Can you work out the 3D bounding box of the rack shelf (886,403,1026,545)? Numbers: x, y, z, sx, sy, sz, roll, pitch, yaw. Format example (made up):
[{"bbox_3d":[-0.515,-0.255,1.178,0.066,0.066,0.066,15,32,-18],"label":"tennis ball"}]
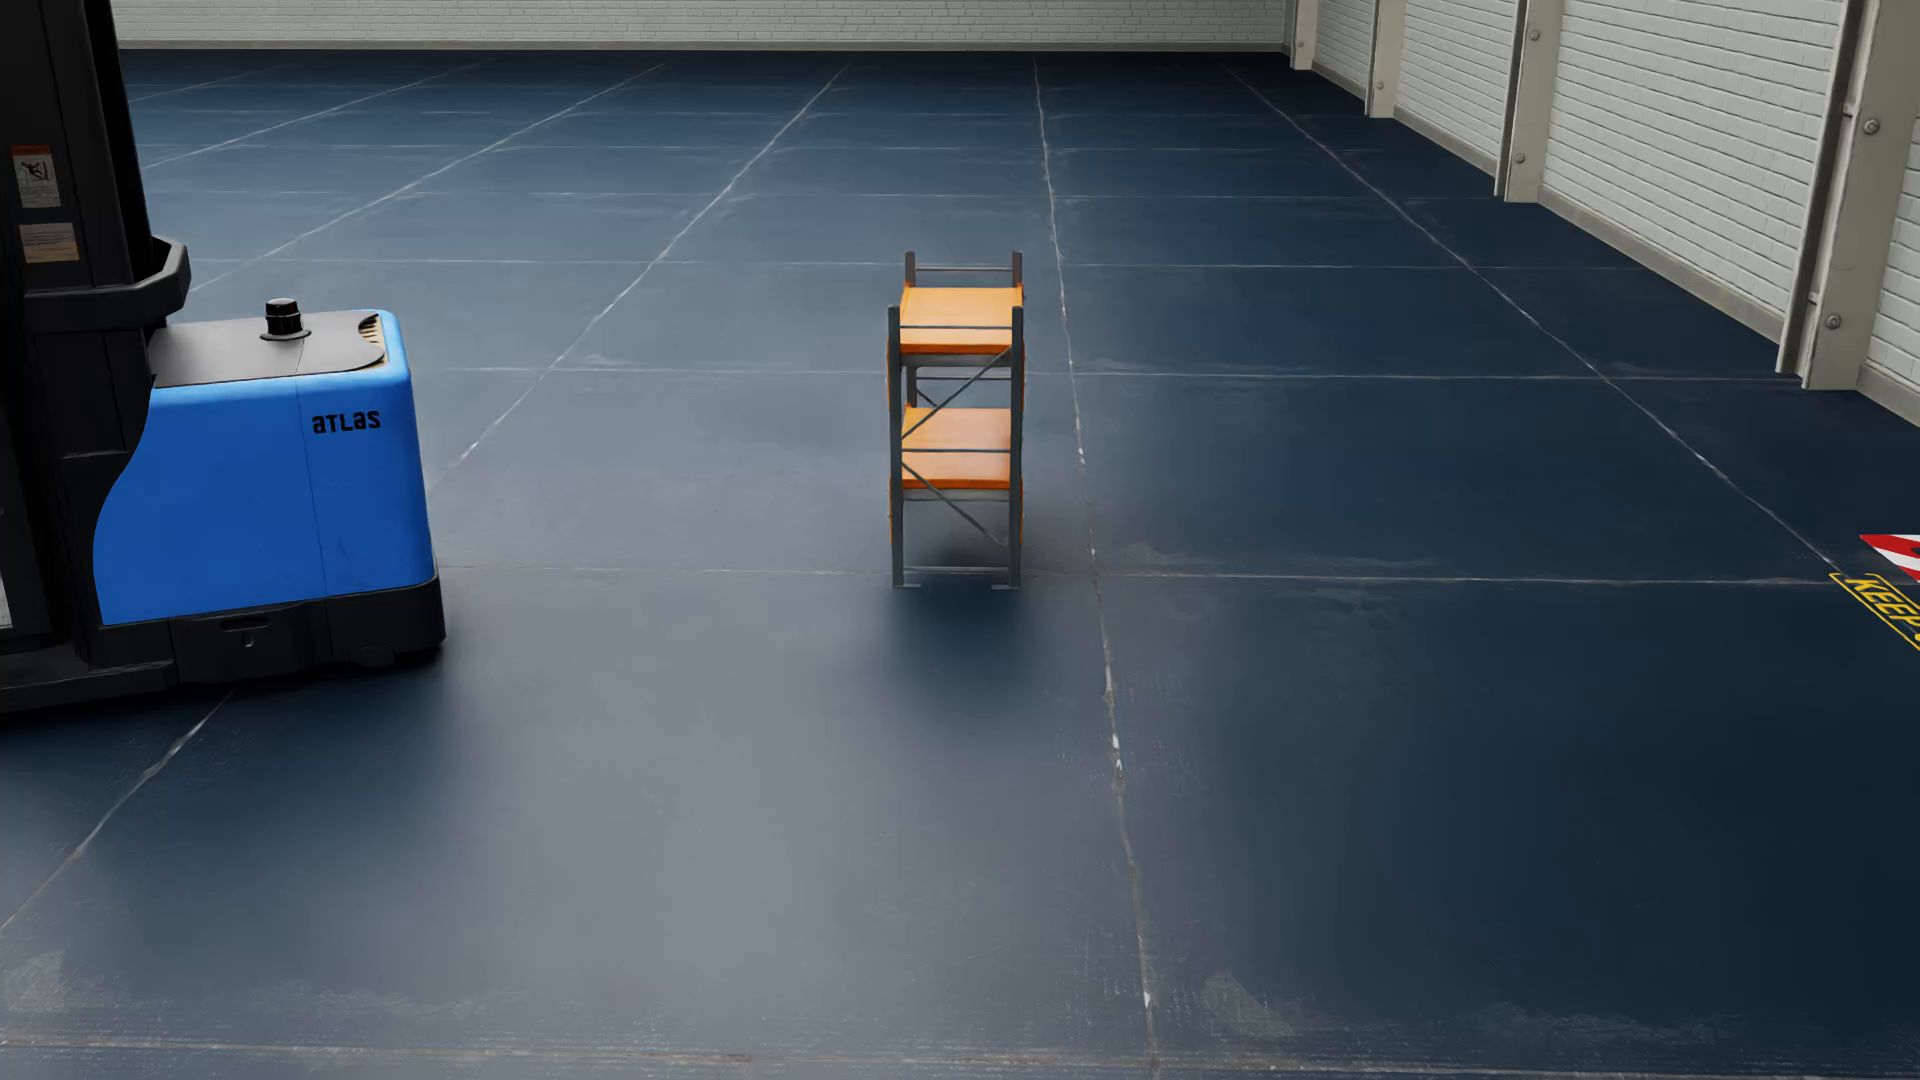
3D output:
[{"bbox_3d":[0.000,-0.294,6.908,0.538,0.278,1.000,1,21,2],"label":"rack shelf"}]

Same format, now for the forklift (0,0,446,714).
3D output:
[{"bbox_3d":[-3.406,-0.912,5.328,3.031,2.935,1.130,-8,22,-19],"label":"forklift"}]

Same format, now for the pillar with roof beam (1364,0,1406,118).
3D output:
[{"bbox_3d":[0.882,-9.481,19.023,9.100,9.000,0.400,1,21,2],"label":"pillar with roof beam"}]

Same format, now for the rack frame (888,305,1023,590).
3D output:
[{"bbox_3d":[-0.016,-0.338,6.345,0.500,1.125,0.032,1,21,2],"label":"rack frame"}]

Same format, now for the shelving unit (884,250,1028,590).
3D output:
[{"bbox_3d":[0.000,-0.522,6.819,0.538,1.125,1.048,1,21,2],"label":"shelving unit"}]

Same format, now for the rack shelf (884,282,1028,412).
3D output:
[{"bbox_3d":[0.000,-0.795,6.713,0.538,0.278,1.000,1,21,2],"label":"rack shelf"}]

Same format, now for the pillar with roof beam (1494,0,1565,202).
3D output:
[{"bbox_3d":[0.699,-7.311,13.432,9.100,9.000,0.400,1,21,2],"label":"pillar with roof beam"}]

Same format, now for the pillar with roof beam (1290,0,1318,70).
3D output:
[{"bbox_3d":[1.064,-11.650,24.614,9.100,9.000,0.400,1,21,2],"label":"pillar with roof beam"}]

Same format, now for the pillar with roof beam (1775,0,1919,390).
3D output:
[{"bbox_3d":[0.517,-5.142,7.840,9.100,9.000,0.400,1,21,2],"label":"pillar with roof beam"}]

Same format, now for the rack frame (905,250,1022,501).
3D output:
[{"bbox_3d":[0.015,-0.706,7.293,0.500,1.125,0.032,1,21,2],"label":"rack frame"}]
